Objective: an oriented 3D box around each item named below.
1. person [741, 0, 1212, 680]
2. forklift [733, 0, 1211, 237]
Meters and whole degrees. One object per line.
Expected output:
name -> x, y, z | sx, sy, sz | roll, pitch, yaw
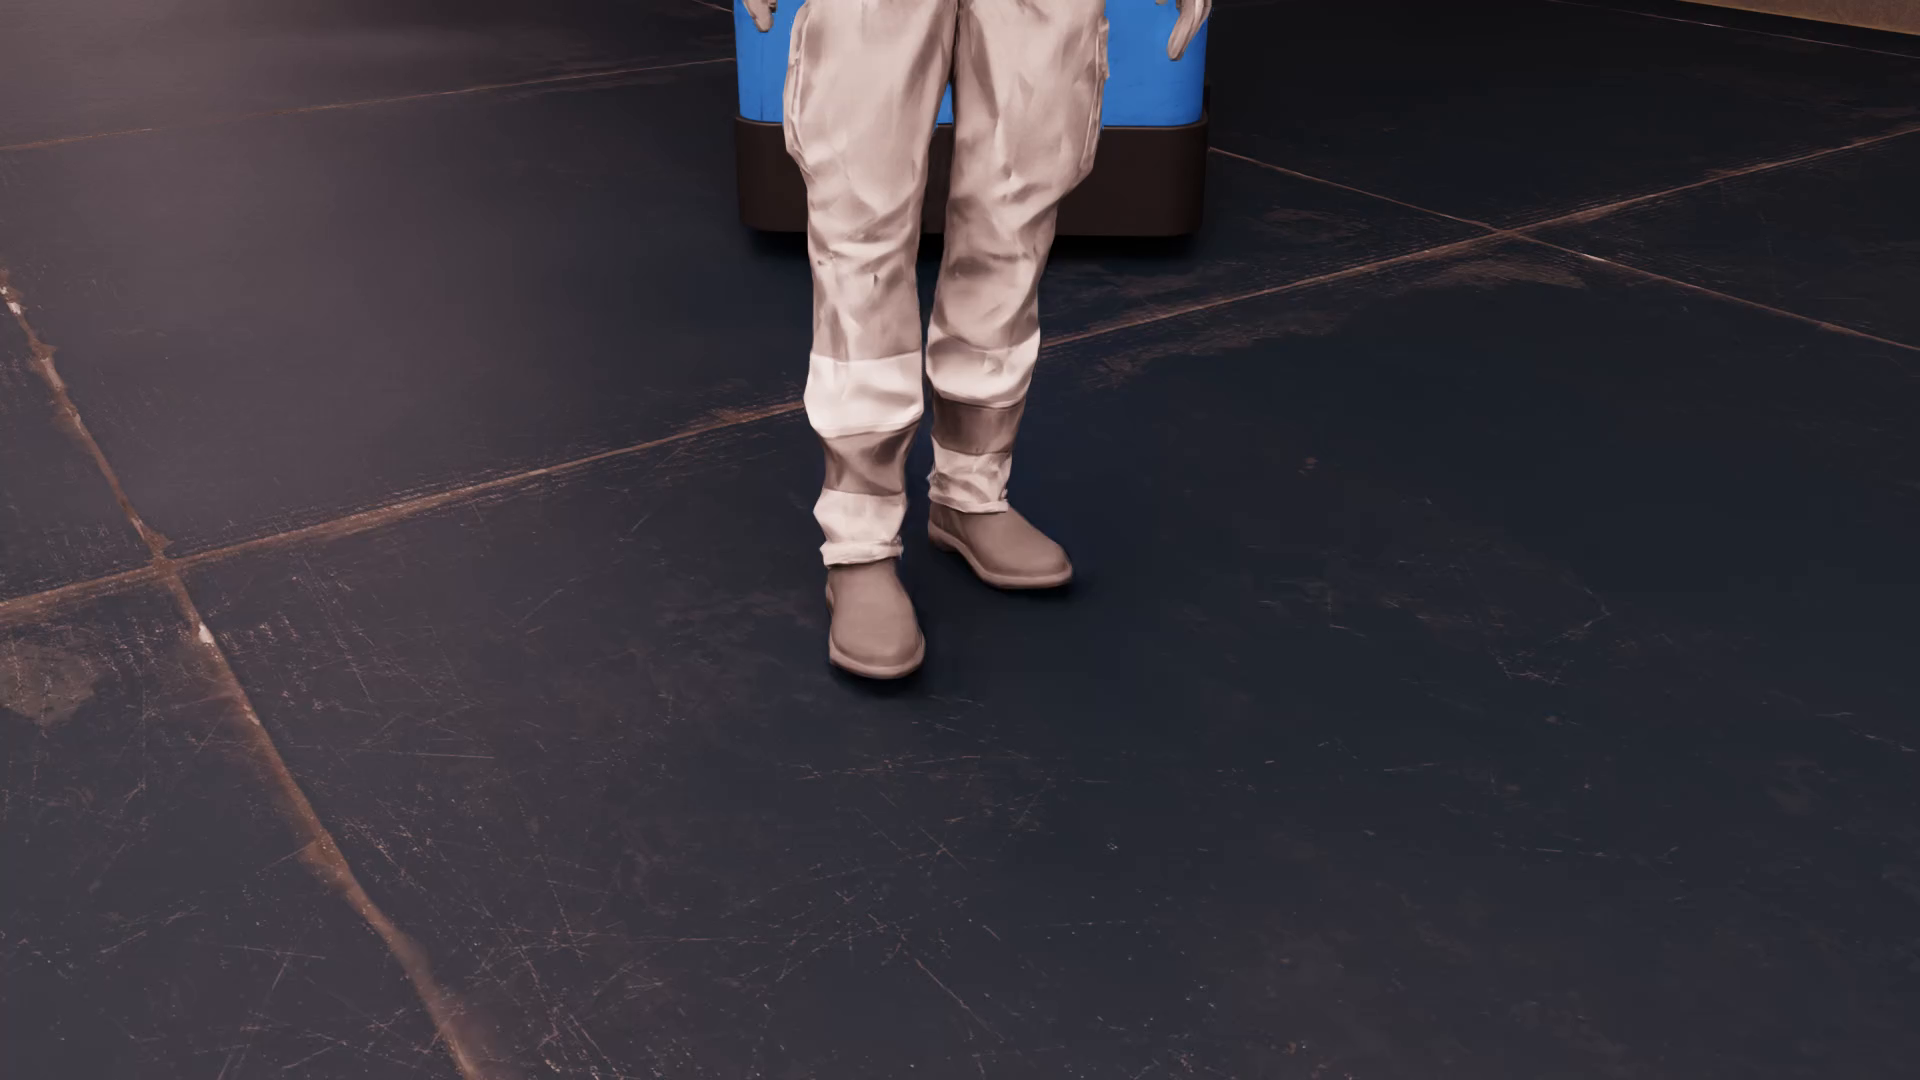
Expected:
person -> 0.003, -0.735, 1.976 | 0.639, 1.785, 0.637 | 2, 27, 4
forklift -> 0.087, -2.601, 4.416 | 1.130, 2.935, 3.031 | 1, 27, 2
